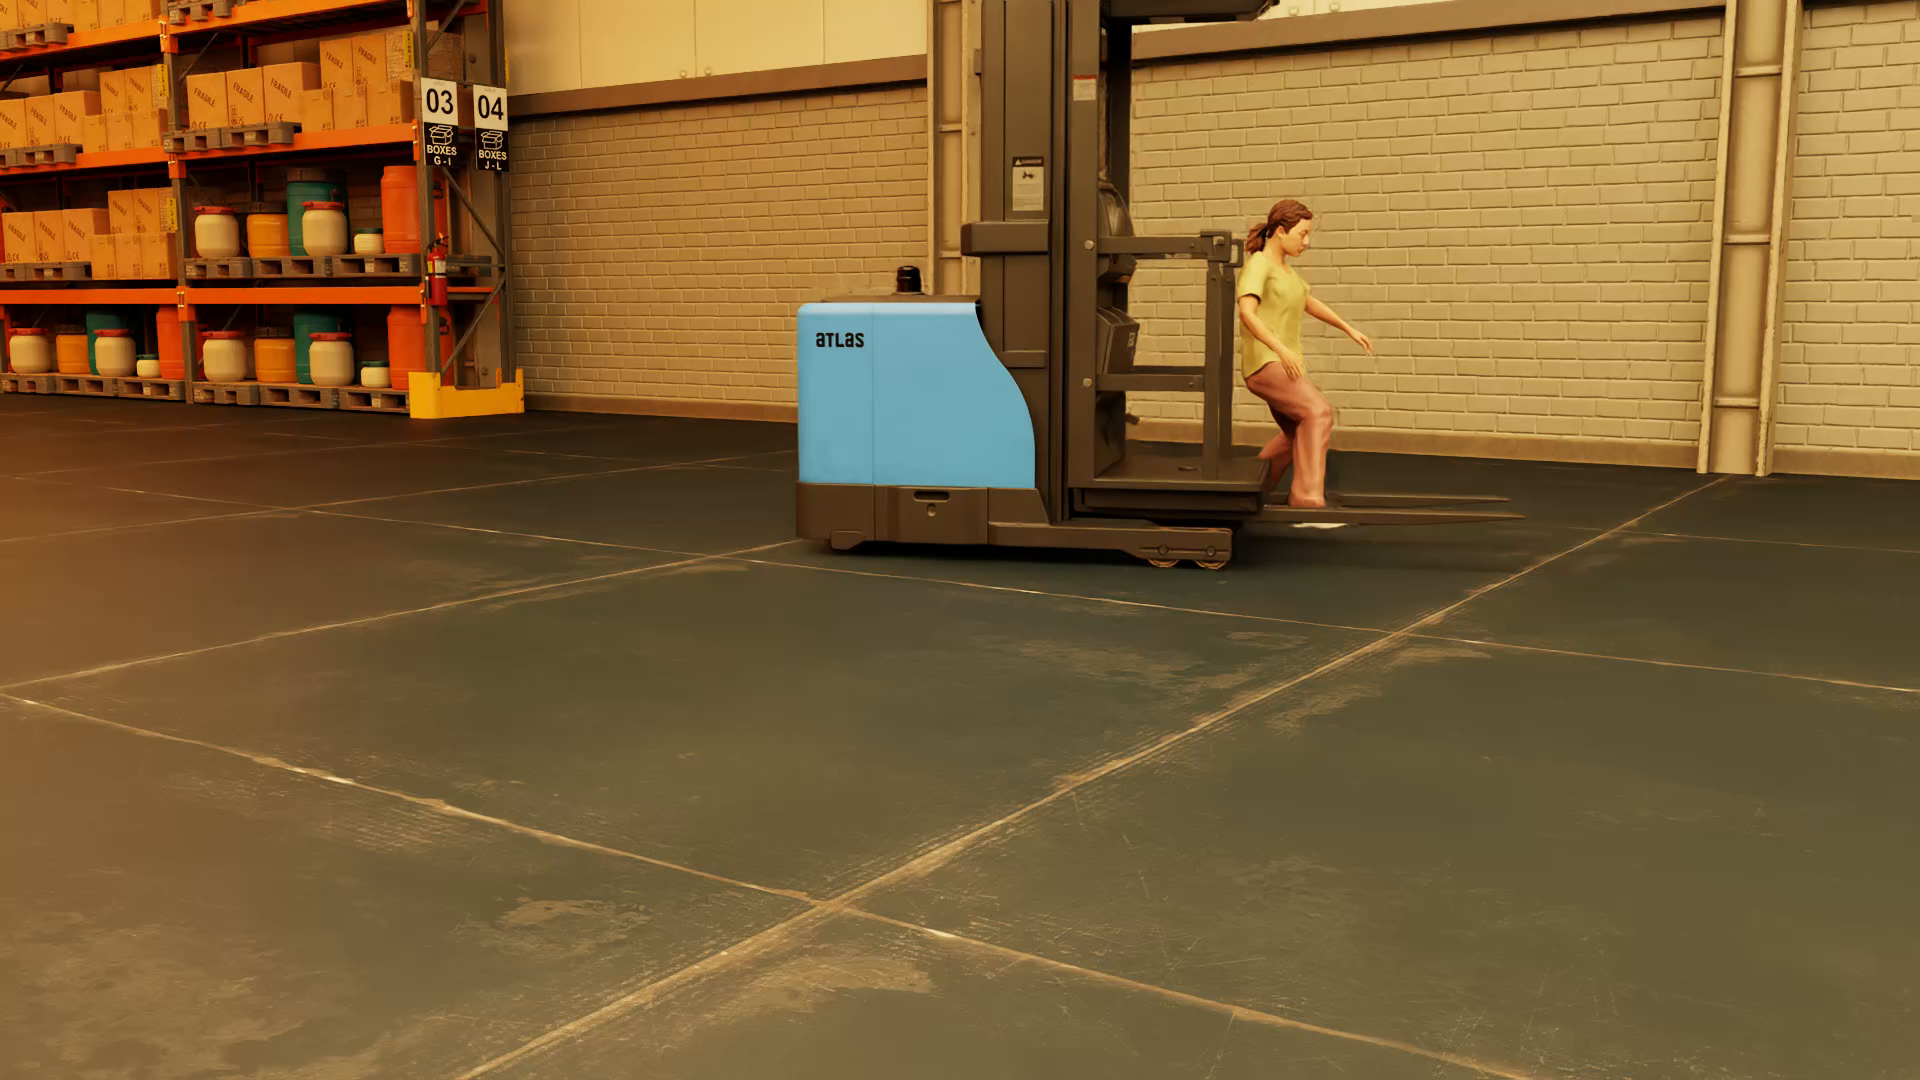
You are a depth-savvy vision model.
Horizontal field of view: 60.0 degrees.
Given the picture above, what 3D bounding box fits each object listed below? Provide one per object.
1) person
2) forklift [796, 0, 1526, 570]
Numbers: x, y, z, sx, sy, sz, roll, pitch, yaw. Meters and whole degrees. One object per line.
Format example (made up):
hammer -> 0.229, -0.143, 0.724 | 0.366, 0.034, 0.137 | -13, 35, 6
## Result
person -> 1.562, -0.803, 7.765 | 0.897, 1.555, 0.933 | 5, 10, 32
forklift -> 0.861, -1.413, 7.128 | 3.031, 2.935, 1.130 | 2, 8, 12
